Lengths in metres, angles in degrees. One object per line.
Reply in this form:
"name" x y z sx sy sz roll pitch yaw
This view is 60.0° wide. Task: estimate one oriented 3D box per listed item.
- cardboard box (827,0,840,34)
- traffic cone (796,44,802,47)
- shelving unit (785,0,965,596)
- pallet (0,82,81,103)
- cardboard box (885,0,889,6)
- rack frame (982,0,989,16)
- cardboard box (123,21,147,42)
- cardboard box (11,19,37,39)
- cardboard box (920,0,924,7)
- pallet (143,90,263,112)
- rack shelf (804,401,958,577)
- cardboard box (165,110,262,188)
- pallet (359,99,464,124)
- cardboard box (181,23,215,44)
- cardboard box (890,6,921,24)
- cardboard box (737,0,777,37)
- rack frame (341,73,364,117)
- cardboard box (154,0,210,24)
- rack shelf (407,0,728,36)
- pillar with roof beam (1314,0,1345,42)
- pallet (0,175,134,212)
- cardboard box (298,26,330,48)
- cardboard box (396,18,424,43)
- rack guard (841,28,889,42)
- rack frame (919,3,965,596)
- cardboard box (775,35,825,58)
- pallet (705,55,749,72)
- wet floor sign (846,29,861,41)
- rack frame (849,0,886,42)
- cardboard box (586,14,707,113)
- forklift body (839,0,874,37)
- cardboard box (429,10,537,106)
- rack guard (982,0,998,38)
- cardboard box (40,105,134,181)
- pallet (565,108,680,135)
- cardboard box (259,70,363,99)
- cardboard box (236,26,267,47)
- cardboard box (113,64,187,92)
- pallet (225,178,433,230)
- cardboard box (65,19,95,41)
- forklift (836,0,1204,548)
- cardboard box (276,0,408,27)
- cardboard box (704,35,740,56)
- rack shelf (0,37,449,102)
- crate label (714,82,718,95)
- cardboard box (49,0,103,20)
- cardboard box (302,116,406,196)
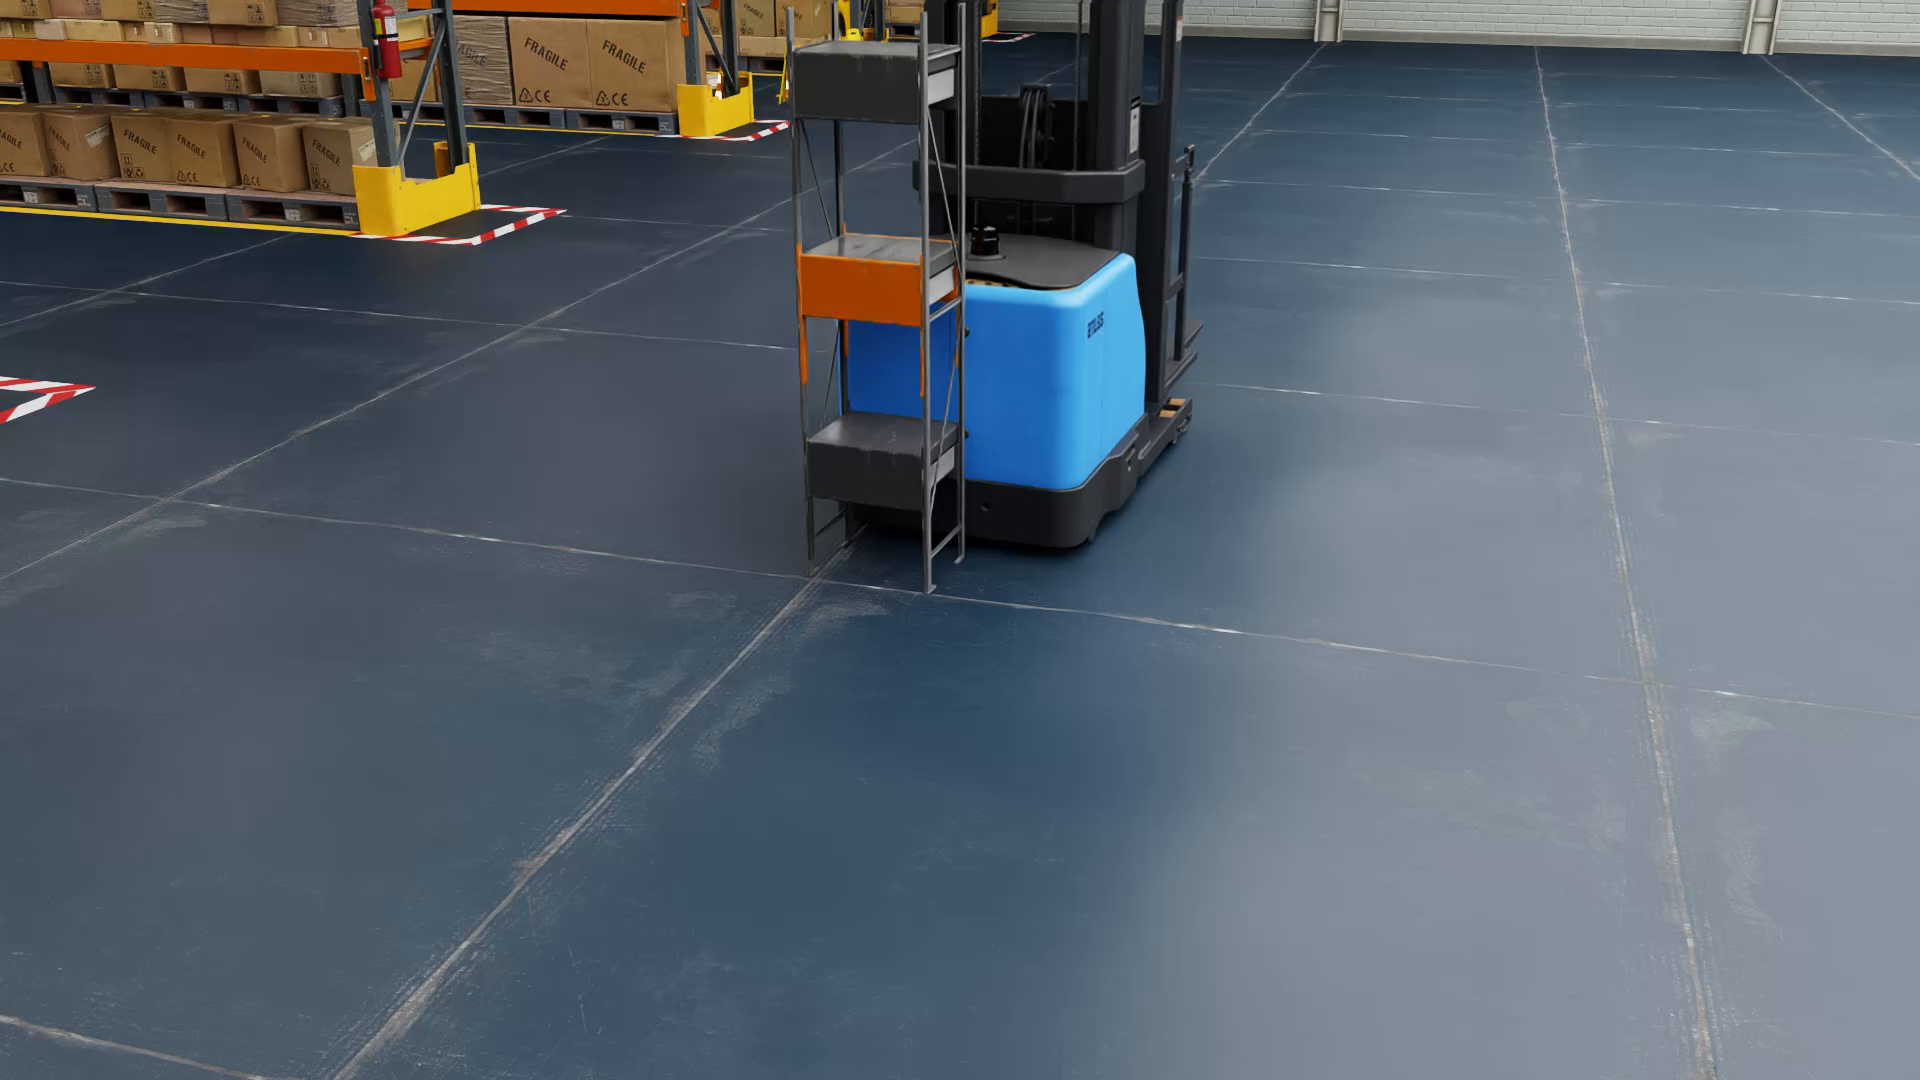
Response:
"cardboard box" -1.892 -6.890 21.695 0.500 0.500 0.500 6 23 14
"traffic cone" -1.961 -5.834 20.383 0.334 0.463 0.336 7 23 16
"shelving unit" -0.286 -0.864 6.110 0.503 2.100 0.431 8 24 19
"pallet" -10.917 -5.293 19.395 1.213 0.211 1.003 7 23 16
"cardboard box" -1.280 -8.434 25.790 0.500 0.250 0.500 6 23 14
"rack frame" 0.253 -9.233 25.327 0.127 3.000 1.000 7 23 16
"cardboard box" -6.058 -3.848 12.528 0.250 0.149 0.380 7 23 16
"cardboard box" -7.025 -3.945 12.765 0.250 0.149 0.380 7 23 16
"cardboard box" -0.303 -8.326 25.527 0.500 0.250 0.500 6 23 15
"pallet" -8.272 -4.958 18.580 1.213 0.211 1.003 7 23 16
"rack shelf" -0.286 -0.204 6.381 0.480 0.518 0.431 8 24 19
"cardboard box" -5.809 -3.070 13.041 0.500 0.500 0.500 9 24 20
"pallet" -5.634 -4.656 17.843 1.213 0.211 1.003 7 23 15
"cardboard box" -5.573 -3.800 12.412 0.250 0.149 0.380 7 23 16
"cardboard box" -0.761 -8.150 25.756 0.500 0.250 0.500 7 23 15
"cardboard box" -2.520 -6.747 21.348 0.500 0.500 0.500 7 23 17
"rack frame" -6.339 -6.058 17.587 0.127 3.000 1.000 7 23 16
"cardboard box" -5.538 -4.165 12.446 0.500 0.500 0.875 7 23 16
"rack shelf" -4.425 -5.506 17.189 4.000 0.370 1.077 7 23 16
"pillar with roof beam" 4.348 -10.191 19.756 0.400 9.000 9.100 7 23 16
"pallet" -7.216 -2.916 13.601 1.213 0.211 1.003 7 23 16
"cardboard box" -4.611 -3.696 12.160 0.250 0.149 0.380 7 23 16
"cardboard box" -4.243 -3.830 12.486 0.250 0.149 0.380 7 23 16
"rack guard" -1.250 -6.281 21.424 0.348 0.500 1.175 7 23 16
"rack frame" -0.057 -0.832 6.032 0.015 2.100 0.400 8 24 19
"cardboard box" -2.051 -6.345 21.355 0.500 0.250 0.500 6 23 15
"pallet" -3.181 -6.384 22.055 1.213 0.211 1.003 7 23 16
"wet floor sign" -1.304 -5.930 20.377 0.232 0.644 0.267 16 27 34
"rack frame" -1.177 -7.429 20.929 0.127 3.000 1.000 7 23 16
"cardboard box" -3.178 -4.881 16.964 0.875 0.875 0.875 7 23 16
"forklift body" -2.089 -8.385 24.379 1.214 2.155 2.313 7 23 16
"cardboard box" -4.894 -5.078 17.443 0.875 0.875 0.875 7 23 16
"rack guard" 0.276 -8.074 25.795 0.348 0.500 1.175 7 23 16
"cardboard box" -6.947 -3.187 13.326 0.500 0.500 0.500 15 27 32
"pallet" -3.298 -4.389 17.191 1.213 0.211 1.003 7 23 15
"cardboard box" -6.960 -5.247 18.020 0.750 0.750 1.050 6 23 15
"cardboard box" -5.100 -3.738 12.261 0.250 0.149 0.380 7 23 16
"cardboard box" -8.774 -5.456 18.530 0.750 0.750 1.050 7 23 16
"pallet" -4.880 -2.649 12.949 1.213 0.211 1.003 7 23 16
"cardboard box" -6.546 -3.890 12.632 0.250 0.149 0.380 7 23 16
"forklift" 0.486 -1.853 7.426 1.130 2.935 3.031 8 24 19
"cardboard box" -4.558 -4.083 12.247 0.500 0.500 0.875 7 23 16
"cardboard box" -3.025 -6.457 21.629 0.500 0.250 0.500 6 23 14
"rack shelf" -5.954 -3.715 12.822 4.000 0.370 1.077 7 23 16
"crate label" -2.727 -5.306 19.526 0.298 0.136 0.250 -5 23 -12
"cardboard box" -6.480 -4.293 12.761 0.500 0.500 0.875 7 23 16
"cardboard box" -4.632 -2.941 12.728 0.500 0.500 0.500 11 25 25
